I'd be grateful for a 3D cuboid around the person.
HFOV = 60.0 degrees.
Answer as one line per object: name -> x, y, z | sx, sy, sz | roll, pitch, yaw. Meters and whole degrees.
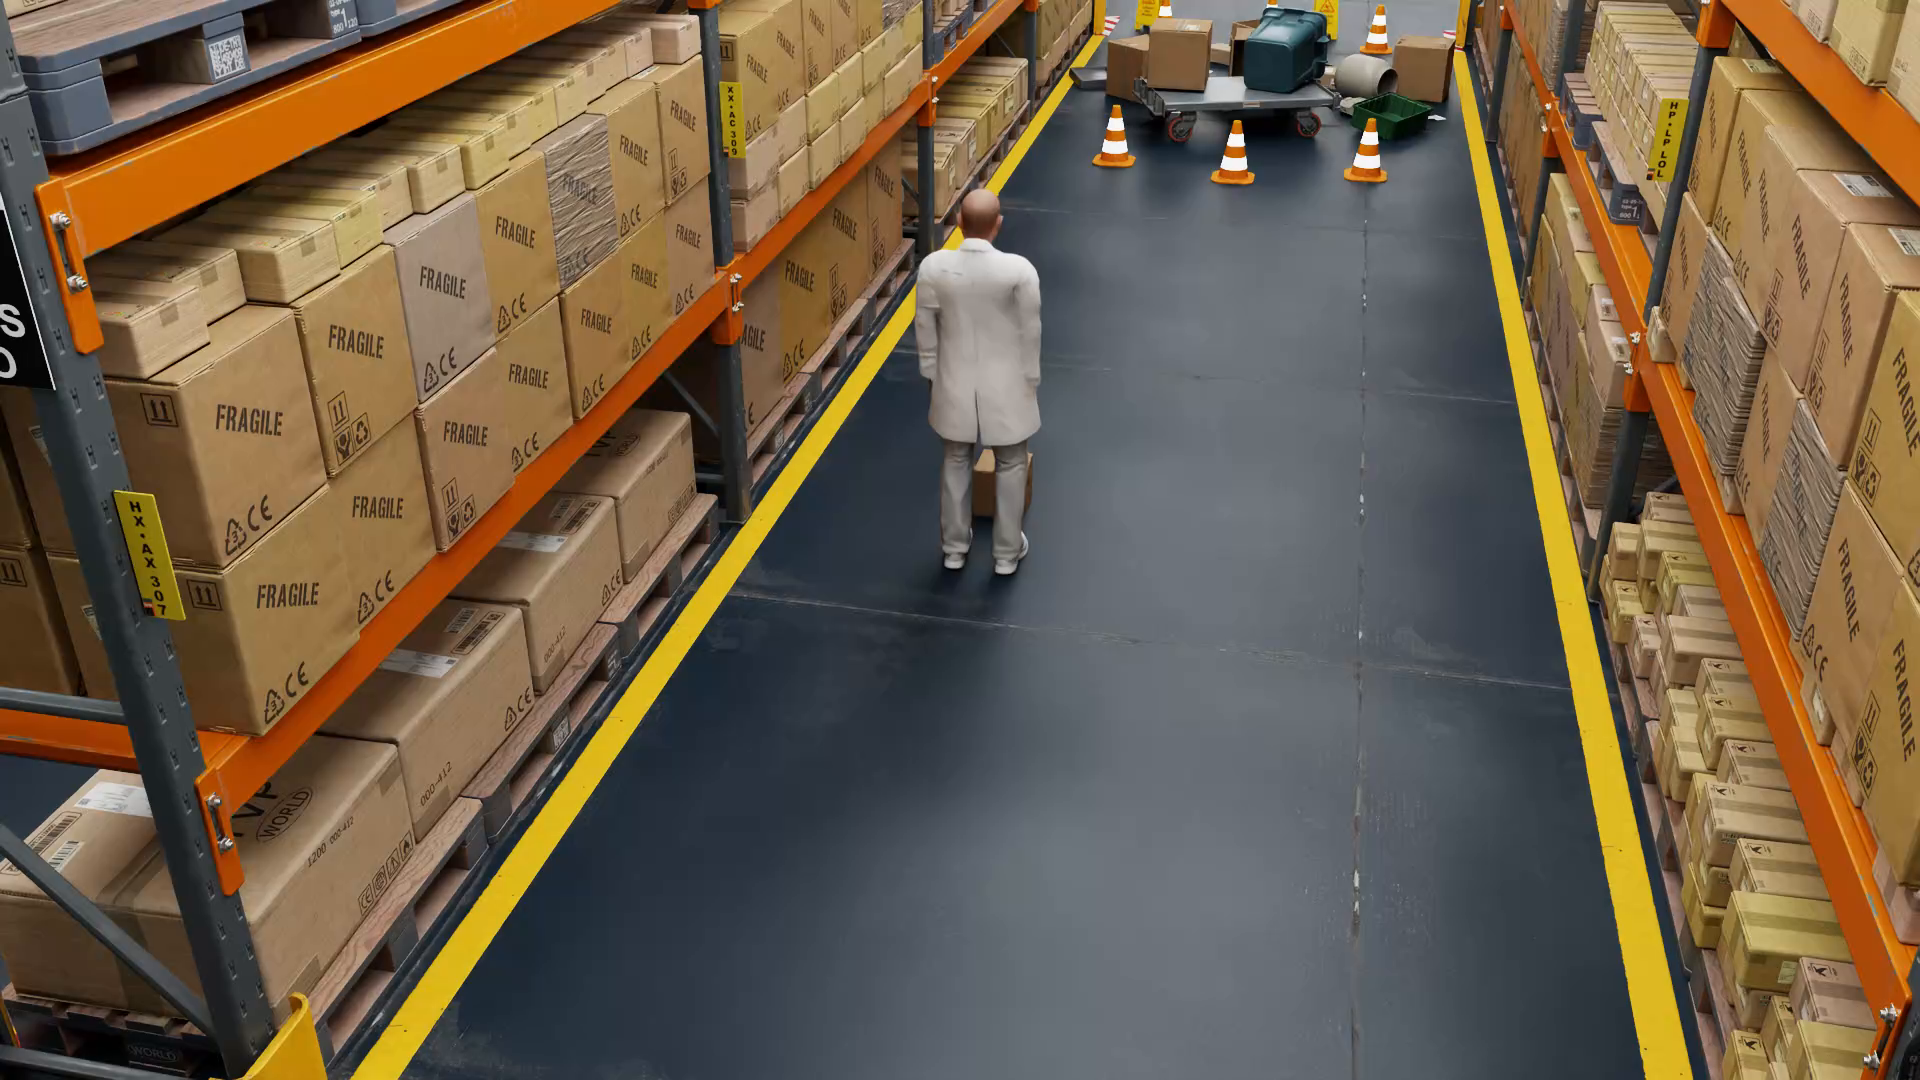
person -> 0.086, -0.699, 7.457 | 0.569, 1.761, 0.378 | 6, 29, 12
